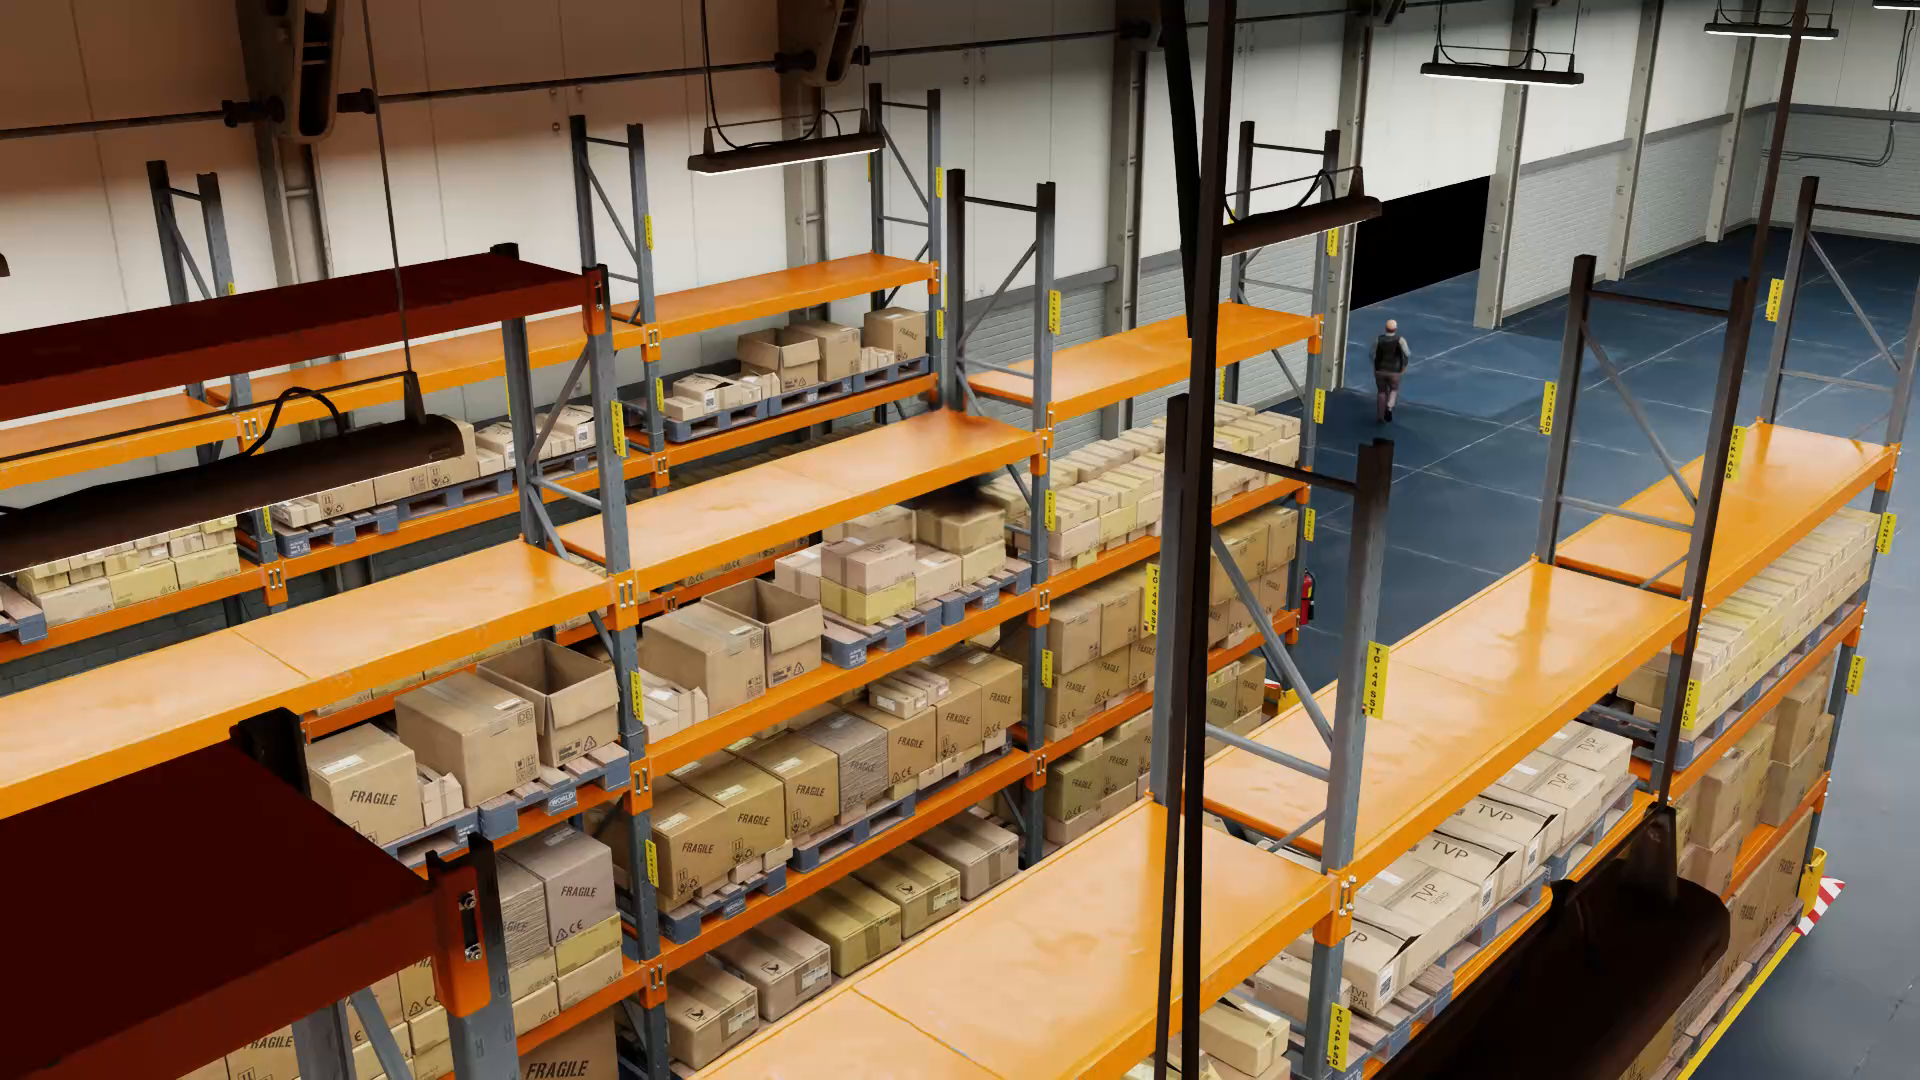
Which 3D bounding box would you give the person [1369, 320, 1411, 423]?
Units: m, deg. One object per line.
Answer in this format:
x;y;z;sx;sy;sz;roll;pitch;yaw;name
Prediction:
6.879;-2.710;26.680;0.666;1.685;0.515;9;23;21;person
